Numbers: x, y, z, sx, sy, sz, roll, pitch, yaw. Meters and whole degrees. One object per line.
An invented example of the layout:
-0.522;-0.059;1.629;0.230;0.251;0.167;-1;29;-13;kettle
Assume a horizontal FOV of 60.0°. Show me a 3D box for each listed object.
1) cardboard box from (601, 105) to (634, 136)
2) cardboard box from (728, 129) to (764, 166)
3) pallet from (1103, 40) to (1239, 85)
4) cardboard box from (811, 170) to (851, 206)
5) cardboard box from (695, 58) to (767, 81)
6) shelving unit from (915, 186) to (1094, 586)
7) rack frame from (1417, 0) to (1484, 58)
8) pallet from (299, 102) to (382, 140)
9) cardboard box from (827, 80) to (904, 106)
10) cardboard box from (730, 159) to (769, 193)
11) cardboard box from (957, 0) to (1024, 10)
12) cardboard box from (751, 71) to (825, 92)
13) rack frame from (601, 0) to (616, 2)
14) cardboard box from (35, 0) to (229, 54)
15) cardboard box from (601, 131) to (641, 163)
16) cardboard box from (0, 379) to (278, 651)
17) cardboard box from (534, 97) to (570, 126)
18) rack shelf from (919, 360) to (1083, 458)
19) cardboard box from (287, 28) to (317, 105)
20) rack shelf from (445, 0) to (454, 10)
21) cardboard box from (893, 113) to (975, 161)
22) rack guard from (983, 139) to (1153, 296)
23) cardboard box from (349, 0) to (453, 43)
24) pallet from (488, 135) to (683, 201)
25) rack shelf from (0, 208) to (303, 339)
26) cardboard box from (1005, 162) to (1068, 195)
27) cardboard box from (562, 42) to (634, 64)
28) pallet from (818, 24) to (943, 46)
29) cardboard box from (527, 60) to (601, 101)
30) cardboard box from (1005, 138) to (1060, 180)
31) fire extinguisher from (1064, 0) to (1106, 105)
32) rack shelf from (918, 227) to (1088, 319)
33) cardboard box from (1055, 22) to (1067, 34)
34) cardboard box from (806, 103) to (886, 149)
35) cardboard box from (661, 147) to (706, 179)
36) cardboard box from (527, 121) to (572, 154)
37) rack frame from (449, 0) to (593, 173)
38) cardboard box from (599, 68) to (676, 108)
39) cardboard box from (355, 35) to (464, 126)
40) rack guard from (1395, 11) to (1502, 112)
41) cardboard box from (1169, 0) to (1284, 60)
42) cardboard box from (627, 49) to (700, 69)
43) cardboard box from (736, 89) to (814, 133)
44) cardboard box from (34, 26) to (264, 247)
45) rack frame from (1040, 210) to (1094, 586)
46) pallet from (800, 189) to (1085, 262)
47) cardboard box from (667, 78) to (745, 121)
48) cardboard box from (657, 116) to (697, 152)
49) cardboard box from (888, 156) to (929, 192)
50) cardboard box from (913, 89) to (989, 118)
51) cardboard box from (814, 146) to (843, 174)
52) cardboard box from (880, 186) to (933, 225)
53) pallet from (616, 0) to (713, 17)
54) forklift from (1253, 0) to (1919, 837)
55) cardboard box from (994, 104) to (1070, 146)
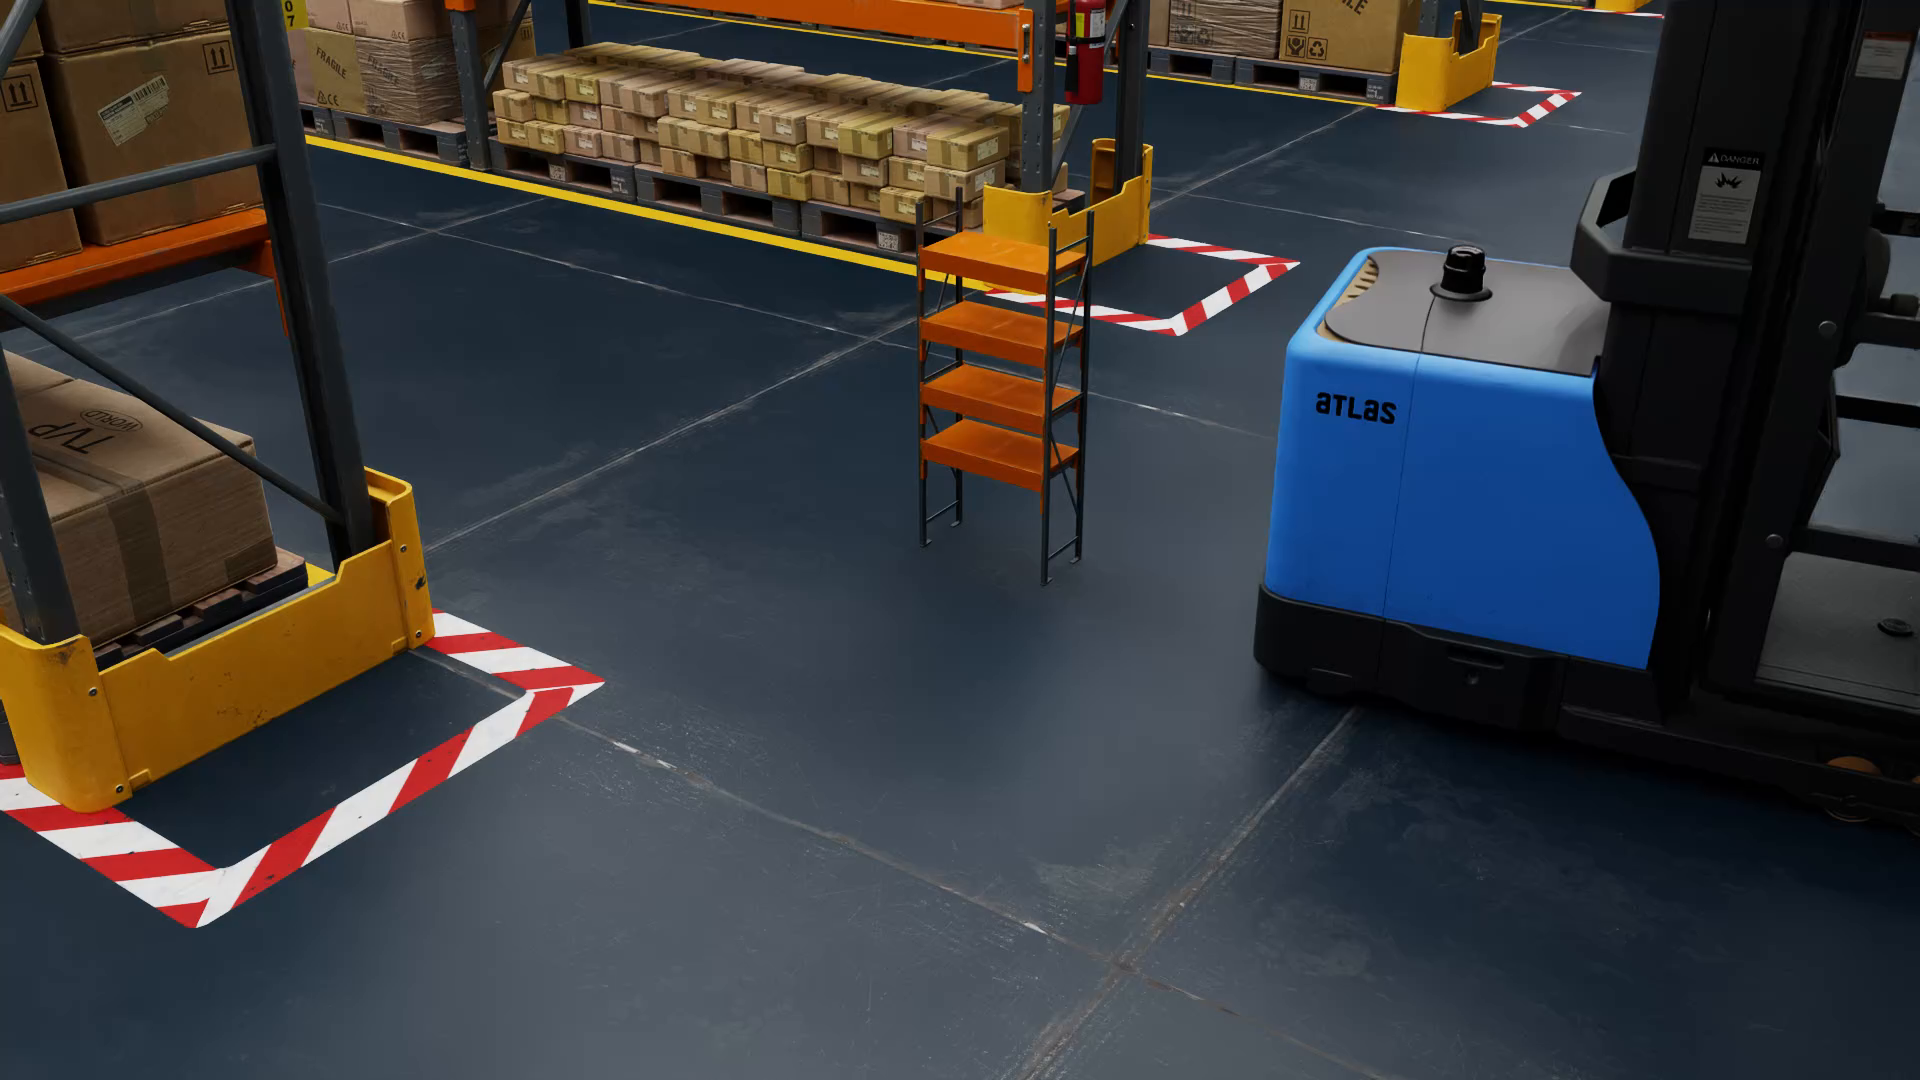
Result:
-1.856;-2.468;9.645;0.250;0.149;0.380;16;31;28;cardboard box
-1.039;-2.167;9.053;0.250;0.149;0.380;19;33;33;cardboard box
1.809;-3.831;13.045;1.213;0.211;1.003;17;32;30;pallet
-0.579;-1.916;8.888;0.250;0.149;0.380;18;32;31;cardboard box
-1.347;-2.727;9.826;0.250;0.149;0.380;16;31;28;cardboard box
0.136;-0.492;5.394;0.503;1.200;0.258;17;32;30;shelving unit
3.513;-4.584;11.450;0.127;3.000;1.000;17;32;30;rack frame
-4.328;-3.052;11.515;1.213;0.211;1.003;17;32;30;pallet
-0.523;-2.445;9.271;0.250;0.149;0.380;19;32;32;cardboard box
-1.039;-2.036;9.123;0.250;0.149;0.380;18;32;31;cardboard box
0.193;-2.622;7.871;0.250;0.149;0.380;17;32;30;cardboard box
-0.975;-2.558;9.494;0.250;0.149;0.380;17;32;30;cardboard box
-3.081;-6.638;15.487;0.127;3.000;1.000;17;32;30;rack frame
-2.332;-1.599;4.372;0.500;0.500;0.500;17;31;29;cardboard box
-1.866;-2.326;9.694;0.250;0.149;0.380;17;31;29;cardboard box
-2.698;-0.056;4.915;0.875;0.438;0.875;16;31;29;cardboard box
-2.298;-2.588;9.880;0.250;0.149;0.380;18;32;31;cardboard box
0.136;-0.432;5.425;0.480;0.148;0.258;17;32;30;rack shelf
-4.271;-3.217;11.057;0.500;0.500;0.500;17;31;29;cardboard box
-4.324;-3.976;11.048;4.000;0.370;1.077;17;32;30;rack shelf
-0.133;-2.064;8.524;0.250;0.149;0.380;18;32;31;cardboard box
0.559;-1.661;8.462;0.348;0.500;1.175;17;32;30;rack guard
-3.432;-3.287;10.367;0.500;0.250;0.500;16;31;29;cardboard box
-2.102;-2.381;10.195;1.213;0.211;1.003;17;32;30;pallet
-3.746;-1.072;5.342;4.000;0.370;1.077;17;32;30;rack shelf
0.371;-1.926;8.908;0.250;0.149;0.380;18;32;31;cardboard box
-2.235;-2.970;10.304;0.250;0.149;0.380;18;32;32;cardboard box
-0.462;-4.538;14.435;1.213;0.211;1.003;17;32;30;pallet
-2.315;-2.706;9.783;0.250;0.149;0.380;19;33;33;cardboard box
0.335;-2.035;8.794;0.250;0.149;0.380;19;32;32;cardboard box
0.568;-2.318;7.493;0.183;0.674;0.296;17;32;30;fire extinguisher
0.136;-0.842;5.216;0.480;0.148;0.258;17;32;30;rack shelf
0.715;-4.652;13.463;0.875;0.875;0.875;17;32;30;cardboard box
-0.596;-2.174;8.738;0.250;0.149;0.380;16;31;28;cardboard box
-1.465;-2.168;9.382;0.250;0.149;0.380;16;31;29;cardboard box
-2.338;-2.417;9.873;0.250;0.149;0.380;18;32;32;cardboard box
-2.675;-3.783;9.876;0.127;3.000;1.000;17;32;30;rack frame
-1.851;-2.601;9.577;0.250;0.149;0.380;16;31;29;cardboard box
-3.428;-2.952;10.536;0.500;0.500;0.500;17;31;29;cardboard box
3.533;-3.464;12.005;0.348;0.500;1.175;17;32;30;rack guard
2.190;-4.192;12.560;0.875;0.875;0.875;17;32;30;cardboard box
-1.792;-2.858;10.083;0.250;0.149;0.380;17;32;30;cardboard box
-1.003;-2.331;9.047;0.250;0.149;0.380;16;31;29;cardboard box
-2.330;-1.154;4.600;0.500;0.500;0.500;17;32;30;cardboard box
0.338;-0.430;5.271;0.015;1.200;0.240;17;32;30;rack frame
-0.090;-1.754;8.964;1.213;0.211;1.003;17;32;30;pallet
-1.416;-2.466;9.312;0.250;0.149;0.380;16;31;28;cardboard box
-1.471;-2.300;9.315;0.250;0.149;0.380;17;32;30;cardboard box
-0.160;-1.921;8.569;0.250;0.149;0.380;16;31;29;cardboard box
-0.048;-2.337;9.060;0.250;0.149;0.380;17;32;30;cardboard box
-0.567;-2.074;8.870;0.250;0.149;0.380;17;31;30;cardboard box
-0.199;-1.757;8.576;0.250;0.149;0.380;18;32;32;cardboard box
-2.474;-5.165;15.666;1.213;0.211;1.003;17;32;30;pallet
2.432;-0.814;4.118;3.031;2.935;1.130;11;29;21;forklift
0.382;-2.199;8.788;0.250;0.149;0.380;16;31;28;cardboard box
